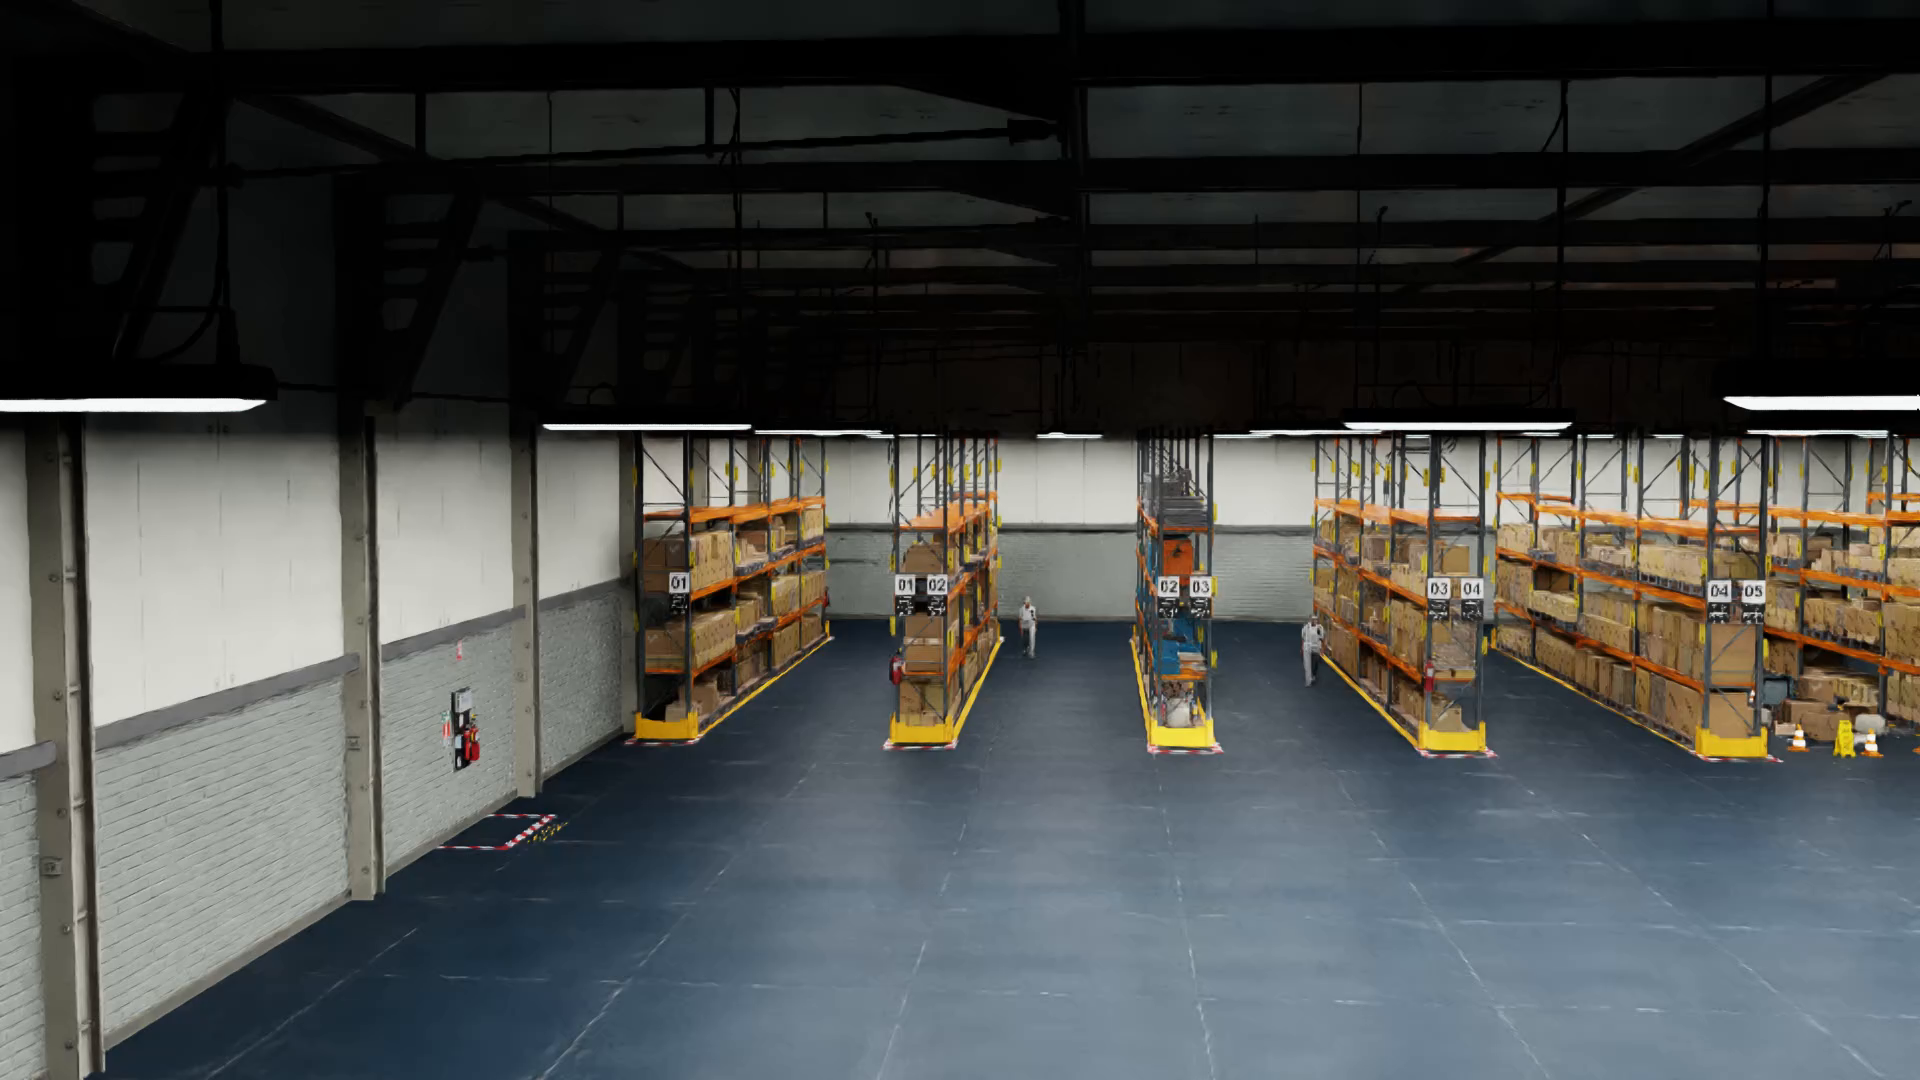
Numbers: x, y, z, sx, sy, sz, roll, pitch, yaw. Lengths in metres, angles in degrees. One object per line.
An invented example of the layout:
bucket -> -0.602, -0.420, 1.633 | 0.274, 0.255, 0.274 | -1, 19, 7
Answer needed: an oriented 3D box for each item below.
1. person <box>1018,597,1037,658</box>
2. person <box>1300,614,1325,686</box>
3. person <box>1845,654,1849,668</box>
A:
person -> 1.782, 2.284, 43.849 | 0.497, 1.583, 1.090 | 0, 3, 7
person -> 8.238, 2.538, 38.773 | 0.540, 1.676, 1.120 | 0, 3, 2
person -> 21.781, 2.404, 41.249 | 0.551, 1.653, 0.573 | 2, 4, 34
